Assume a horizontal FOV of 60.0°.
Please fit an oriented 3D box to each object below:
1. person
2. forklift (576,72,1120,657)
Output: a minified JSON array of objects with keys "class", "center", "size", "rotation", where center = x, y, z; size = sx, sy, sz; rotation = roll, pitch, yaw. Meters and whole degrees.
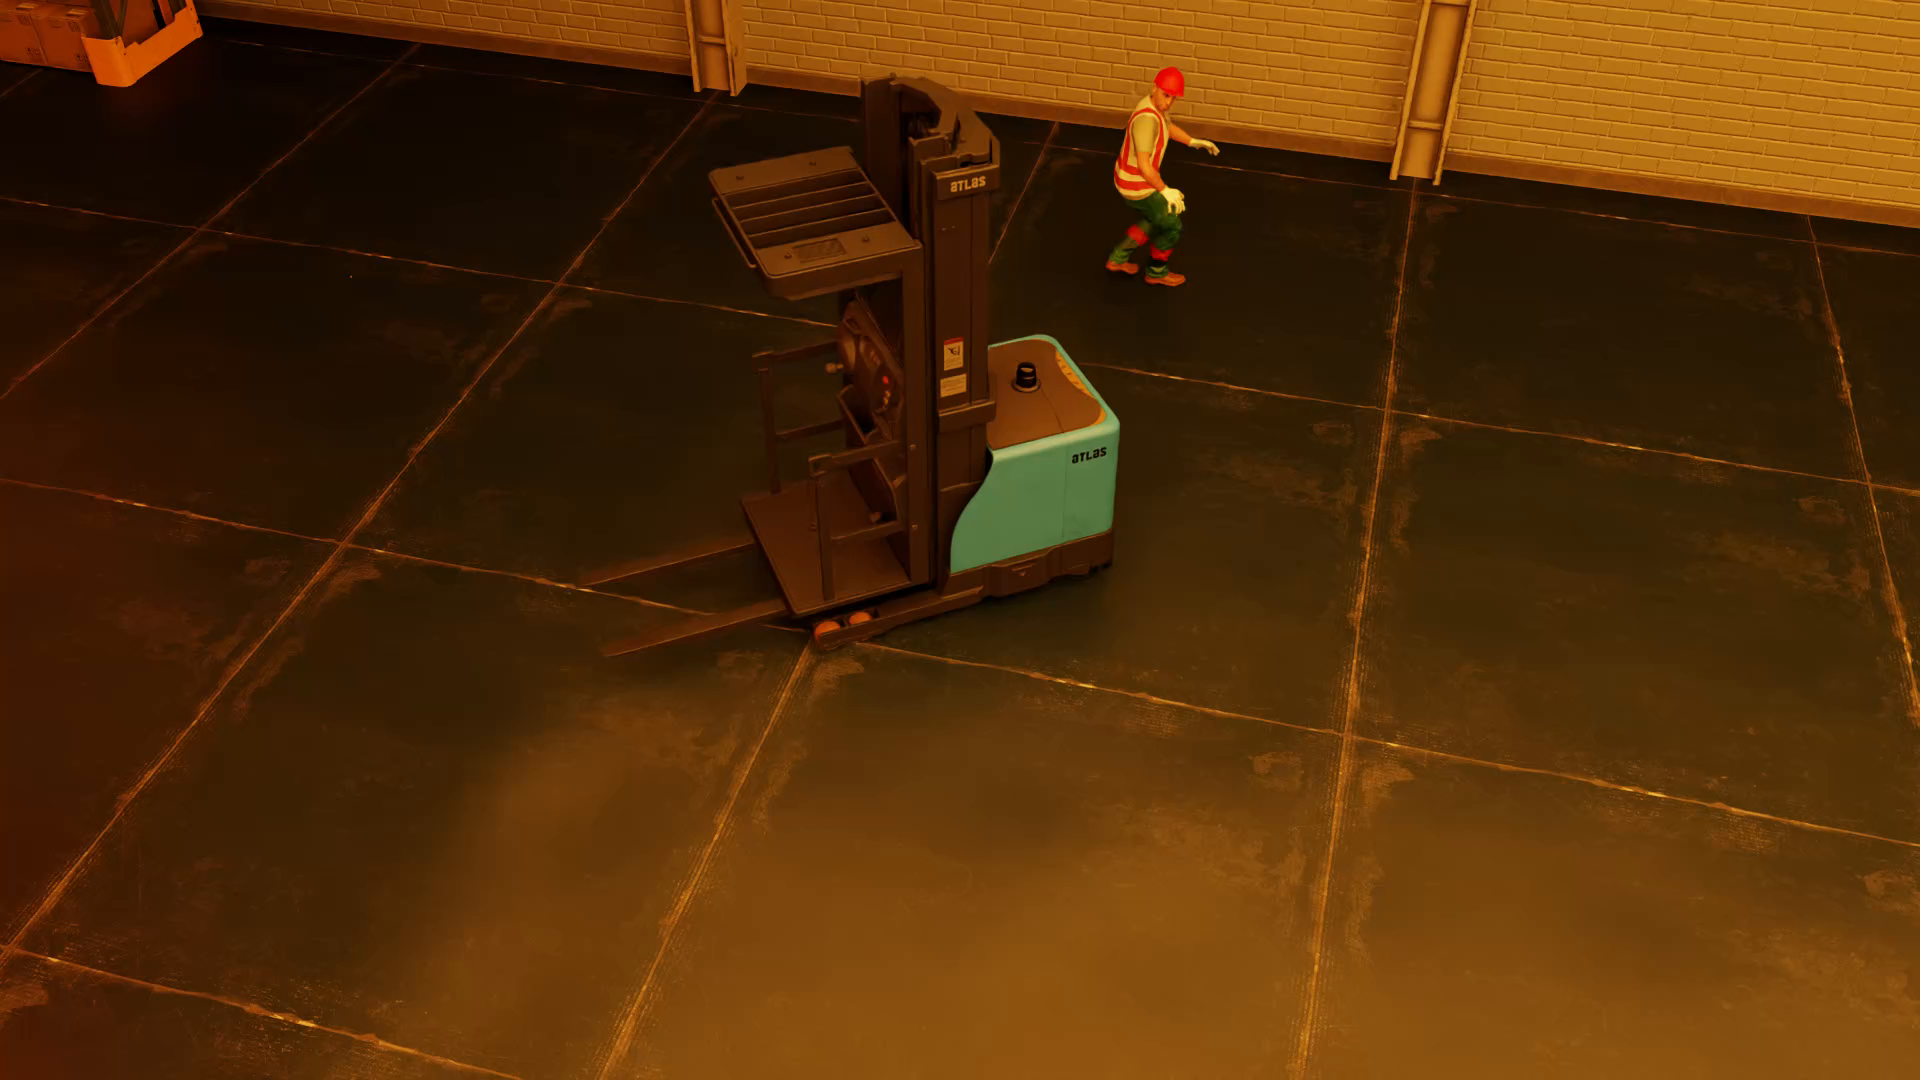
[{"class":"person","center":[1.456,-2.505,11.676],"size":[0.784,1.663,0.859],"rotation":[-2,41,-2]},{"class":"forklift","center":[-0.663,-0.879,8.864],"size":[3.031,2.935,1.130],"rotation":[-15,43,-16]}]
